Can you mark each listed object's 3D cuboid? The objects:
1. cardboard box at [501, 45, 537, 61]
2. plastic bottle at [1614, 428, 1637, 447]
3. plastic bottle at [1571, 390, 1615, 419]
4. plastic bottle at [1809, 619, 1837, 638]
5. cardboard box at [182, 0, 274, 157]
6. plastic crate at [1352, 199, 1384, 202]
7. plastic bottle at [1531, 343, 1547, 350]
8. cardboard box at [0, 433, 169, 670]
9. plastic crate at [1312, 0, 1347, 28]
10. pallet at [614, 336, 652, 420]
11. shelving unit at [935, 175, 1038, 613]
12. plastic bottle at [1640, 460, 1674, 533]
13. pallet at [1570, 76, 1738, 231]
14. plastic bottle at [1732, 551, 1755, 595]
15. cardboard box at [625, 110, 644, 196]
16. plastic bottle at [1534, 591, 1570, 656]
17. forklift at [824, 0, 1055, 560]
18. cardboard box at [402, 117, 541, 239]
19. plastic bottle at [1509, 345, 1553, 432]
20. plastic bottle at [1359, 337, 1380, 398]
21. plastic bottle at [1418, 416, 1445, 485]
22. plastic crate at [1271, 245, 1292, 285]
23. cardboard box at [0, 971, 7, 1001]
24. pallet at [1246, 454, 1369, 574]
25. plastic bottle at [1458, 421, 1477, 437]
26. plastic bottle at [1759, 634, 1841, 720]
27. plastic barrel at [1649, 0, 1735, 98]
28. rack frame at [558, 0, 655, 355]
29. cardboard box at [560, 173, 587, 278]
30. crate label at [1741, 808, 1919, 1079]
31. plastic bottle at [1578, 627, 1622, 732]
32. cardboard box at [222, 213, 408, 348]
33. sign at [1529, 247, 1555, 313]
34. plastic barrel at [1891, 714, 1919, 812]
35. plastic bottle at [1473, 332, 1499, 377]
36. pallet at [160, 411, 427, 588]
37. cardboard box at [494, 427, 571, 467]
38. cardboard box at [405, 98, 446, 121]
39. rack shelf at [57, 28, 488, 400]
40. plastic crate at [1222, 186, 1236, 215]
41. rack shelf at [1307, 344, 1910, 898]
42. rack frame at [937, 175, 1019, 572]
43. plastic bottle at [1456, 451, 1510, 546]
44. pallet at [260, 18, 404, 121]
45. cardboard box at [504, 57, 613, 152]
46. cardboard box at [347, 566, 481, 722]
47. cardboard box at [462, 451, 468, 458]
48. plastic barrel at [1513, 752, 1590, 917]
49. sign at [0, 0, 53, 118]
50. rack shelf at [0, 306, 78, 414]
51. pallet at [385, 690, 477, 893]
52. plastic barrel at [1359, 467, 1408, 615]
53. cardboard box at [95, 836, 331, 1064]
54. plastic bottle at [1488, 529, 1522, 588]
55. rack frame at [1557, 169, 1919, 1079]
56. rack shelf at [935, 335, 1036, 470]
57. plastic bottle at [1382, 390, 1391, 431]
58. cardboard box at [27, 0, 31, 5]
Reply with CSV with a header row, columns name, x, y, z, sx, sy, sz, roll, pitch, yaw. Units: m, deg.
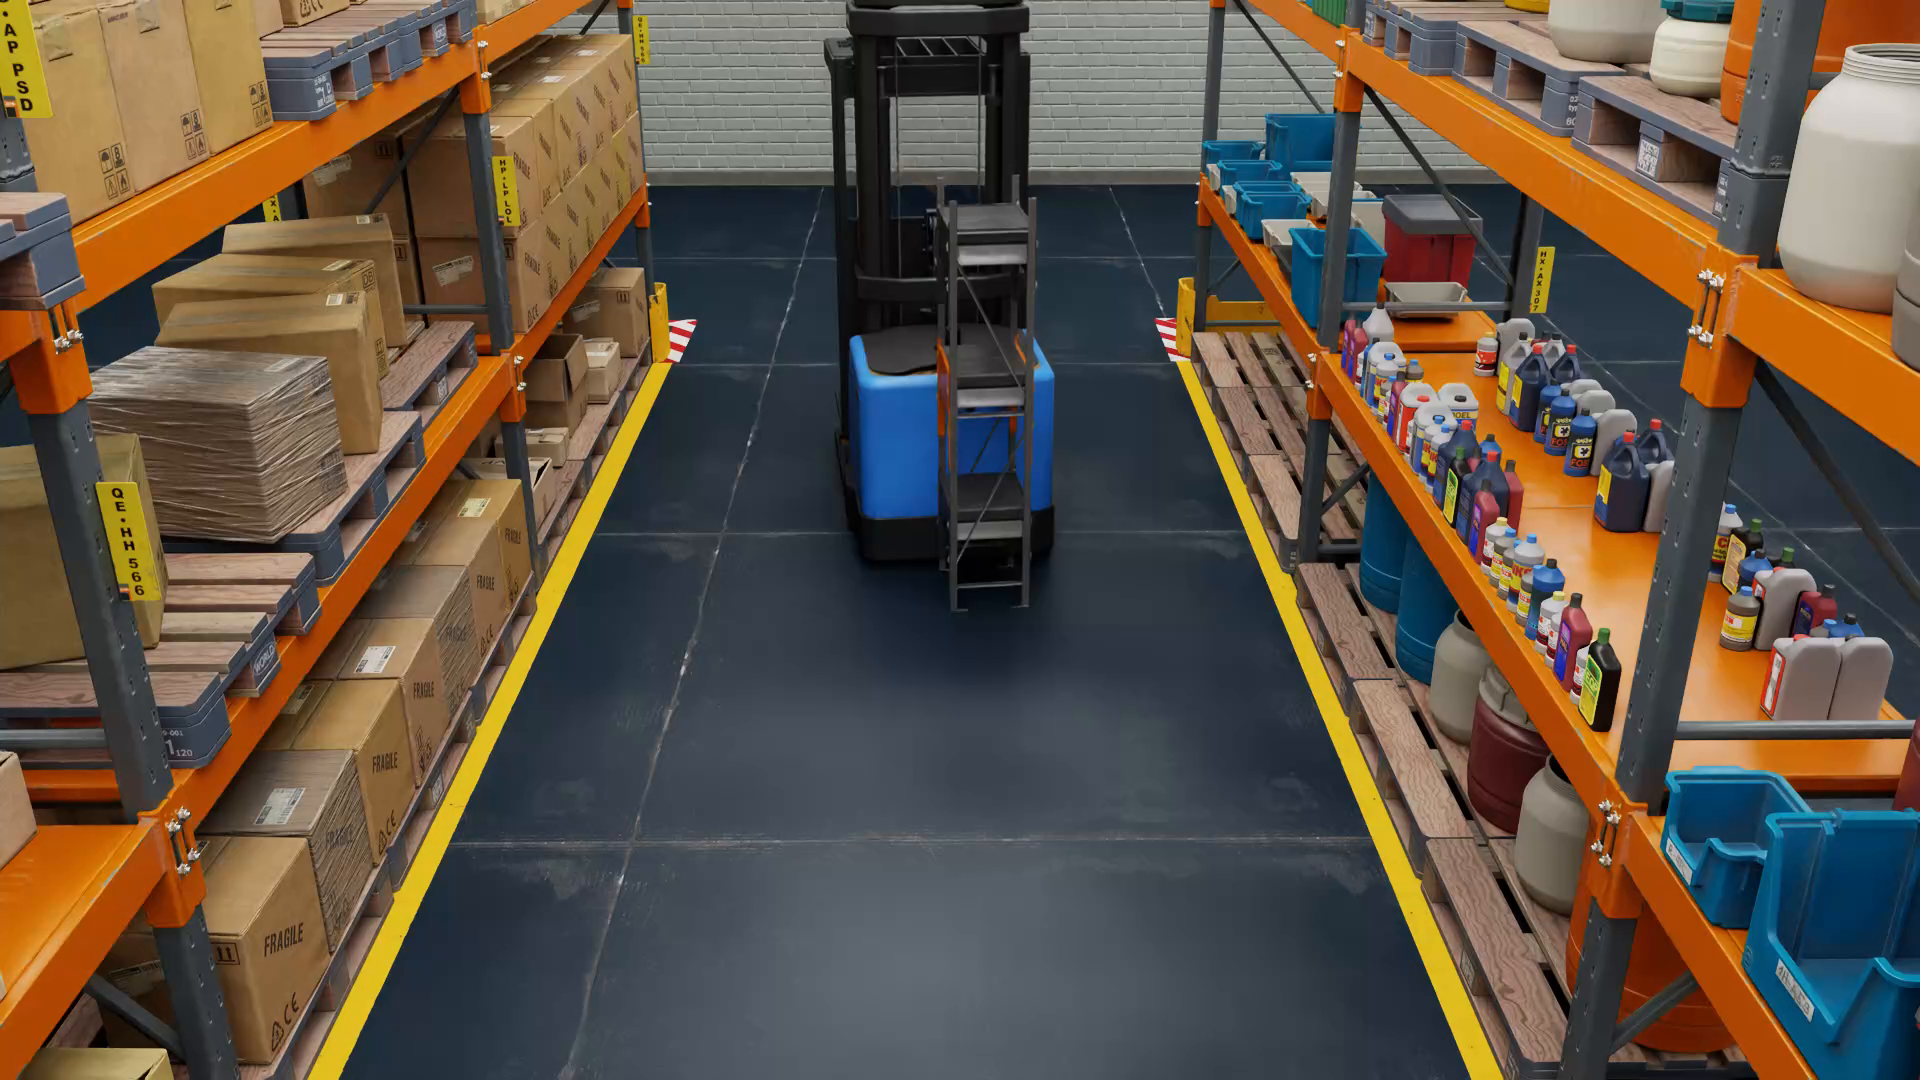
name,x,y,z,sx,sy,sz,roll,pitch,yaw
cardboard box,-2.982,-2.860,10.600,0.500,0.500,0.500,0,24,0
plastic bottle,2.571,-0.299,6.428,0.097,0.271,0.097,0,24,0
plastic bottle,2.599,-0.500,6.866,0.152,0.276,0.135,0,24,-1
plastic bottle,2.648,0.340,5.100,0.097,0.201,0.097,0,24,0
cardboard box,-2.698,-1.479,5.118,0.910,0.500,0.500,0,24,-1
plastic crate,2.496,-1.885,9.909,0.416,0.233,0.300,0,24,-1
plastic bottle,2.592,-0.763,7.448,0.152,0.276,0.135,0,24,-1
cardboard box,-2.768,0.042,4.886,0.700,0.500,0.500,-9,26,-18
plastic crate,1.954,-2.575,7.920,0.450,0.188,0.662,0,24,-1
pallet,-2.726,-1.128,11.489,1.003,0.211,1.213,0,24,-1
shelving unit,0.120,-0.700,8.250,0.431,2.100,0.503,-3,25,-7
plastic bottle,2.608,-0.178,6.153,0.152,0.276,0.135,0,24,-1
pallet,2.394,-1.079,4.585,1.003,0.211,1.213,0,24,-1
plastic bottle,2.642,0.134,5.554,0.097,0.201,0.097,0,24,0
cardboard box,-2.459,-2.621,11.284,0.500,0.500,0.500,0,24,1
plastic bottle,1.887,0.260,5.276,0.097,0.201,0.097,0,24,0
forklift,-0.192,-1.802,9.677,1.130,2.935,3.031,-3,25,-7
cardboard box,-2.416,-1.807,8.271,0.500,0.500,0.500,0,24,1
plastic bottle,2.456,-0.655,7.117,0.144,0.351,0.185,0,24,-1
plastic bottle,1.860,-0.777,7.484,0.097,0.271,0.097,0,24,0
plastic bottle,1.871,-0.355,6.551,0.097,0.271,0.097,0,24,0
plastic crate,1.980,-1.493,9.173,0.437,0.125,0.590,0,24,-1
cardboard box,-2.363,1.022,3.656,0.380,0.149,0.250,0,24,-1
pallet,2.214,-0.164,9.355,1.003,0.211,1.213,0,24,-1
plastic bottle,2.022,-0.379,6.690,0.097,0.201,0.097,0,24,0
plastic bottle,2.471,0.394,4.888,0.152,0.276,0.135,0,24,-1
plastic barrel,2.146,-1.419,4.766,0.301,0.262,0.301,0,24,0
rack frame,-2.736,-2.759,11.710,1.000,3.000,0.127,0,24,-1
cardboard box,-2.438,-1.784,9.434,0.500,0.500,0.500,0,24,-1
crate label,2.045,0.912,3.552,0.502,0.435,0.616,0,24,-1
plastic bottle,1.873,0.405,4.855,0.061,0.283,0.133,0,24,-1
cardboard box,-2.911,-1.151,7.524,0.700,0.500,0.500,-9,26,-18
sign,2.811,-1.259,8.058,0.100,0.325,0.005,0,24,-1
plastic barrel,2.612,0.645,4.019,0.600,0.536,0.708,0,24,-1
plastic bottle,2.464,-0.872,7.778,0.097,0.201,0.097,0,24,0
pallet,-2.675,-0.176,6.232,1.003,0.211,1.213,0,24,-1
cardboard box,-2.500,-0.550,9.731,0.380,0.166,0.250,0,24,-1
cardboard box,-2.965,-2.030,8.764,0.500,0.500,0.500,-1,24,-2
rack shelf,-2.671,-1.325,5.773,1.077,0.370,4.000,0,24,-1
plastic crate,1.819,-2.171,10.658,0.250,0.136,0.298,0,24,-1
rack shelf,2.282,0.021,6.437,1.077,0.370,4.000,0,24,-1
rack frame,0.089,-0.800,8.470,0.400,2.100,0.015,-3,25,-7
plastic bottle,1.901,-0.162,6.028,0.144,0.351,0.185,0,24,-1
pallet,-2.741,-1.695,5.946,1.213,0.211,1.003,0,24,-1
cardboard box,-2.440,-2.656,10.148,0.500,0.500,0.500,0,24,1
cardboard box,-2.398,0.440,7.136,0.500,0.500,0.500,0,24,0
cardboard box,-2.982,-0.406,9.006,0.500,0.500,0.500,0,24,-1
plastic barrel,2.186,1.025,5.852,0.421,0.512,0.421,0,24,0
sign,-2.094,-1.100,3.678,0.100,0.325,0.005,0,24,-1
rack shelf,-2.627,0.323,2.129,1.077,0.370,4.000,0,24,-1
pallet,-2.630,0.999,6.785,1.003,0.211,1.213,0,24,-1
plastic barrel,2.250,-0.142,7.961,0.600,0.901,0.708,0,24,-1
cardboard box,-2.368,1.287,5.263,0.500,0.500,0.500,1,24,2
plastic bottle,1.881,0.059,5.720,0.097,0.201,0.097,0,24,0
rack frame,2.304,0.517,4.467,1.000,3.000,0.127,0,24,-1
rack shelf,0.120,-0.688,8.255,0.431,0.518,0.480,-3,25,-7
plastic bottle,1.865,-0.569,7.110,0.097,0.201,0.097,0,24,0
cardboard box,-2.647,-1.510,3.974,0.500,0.500,0.500,0,24,-1
